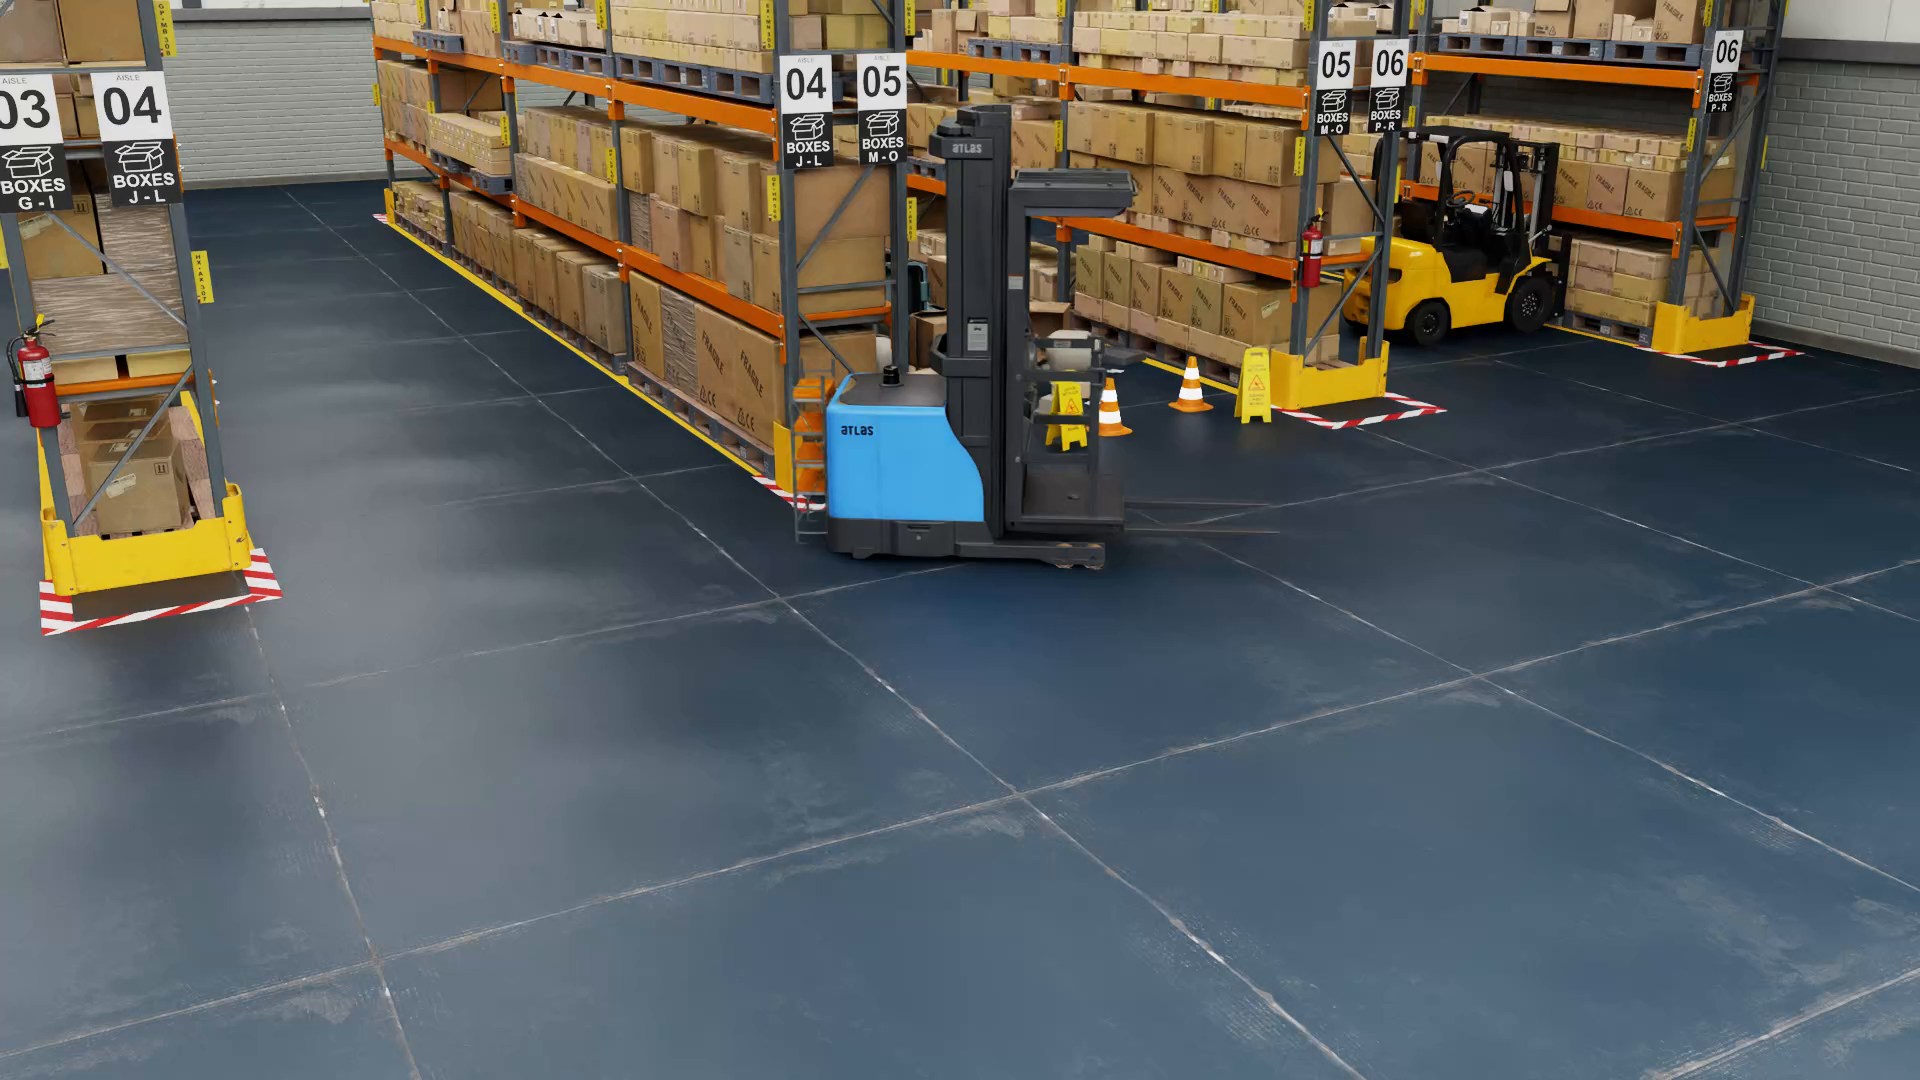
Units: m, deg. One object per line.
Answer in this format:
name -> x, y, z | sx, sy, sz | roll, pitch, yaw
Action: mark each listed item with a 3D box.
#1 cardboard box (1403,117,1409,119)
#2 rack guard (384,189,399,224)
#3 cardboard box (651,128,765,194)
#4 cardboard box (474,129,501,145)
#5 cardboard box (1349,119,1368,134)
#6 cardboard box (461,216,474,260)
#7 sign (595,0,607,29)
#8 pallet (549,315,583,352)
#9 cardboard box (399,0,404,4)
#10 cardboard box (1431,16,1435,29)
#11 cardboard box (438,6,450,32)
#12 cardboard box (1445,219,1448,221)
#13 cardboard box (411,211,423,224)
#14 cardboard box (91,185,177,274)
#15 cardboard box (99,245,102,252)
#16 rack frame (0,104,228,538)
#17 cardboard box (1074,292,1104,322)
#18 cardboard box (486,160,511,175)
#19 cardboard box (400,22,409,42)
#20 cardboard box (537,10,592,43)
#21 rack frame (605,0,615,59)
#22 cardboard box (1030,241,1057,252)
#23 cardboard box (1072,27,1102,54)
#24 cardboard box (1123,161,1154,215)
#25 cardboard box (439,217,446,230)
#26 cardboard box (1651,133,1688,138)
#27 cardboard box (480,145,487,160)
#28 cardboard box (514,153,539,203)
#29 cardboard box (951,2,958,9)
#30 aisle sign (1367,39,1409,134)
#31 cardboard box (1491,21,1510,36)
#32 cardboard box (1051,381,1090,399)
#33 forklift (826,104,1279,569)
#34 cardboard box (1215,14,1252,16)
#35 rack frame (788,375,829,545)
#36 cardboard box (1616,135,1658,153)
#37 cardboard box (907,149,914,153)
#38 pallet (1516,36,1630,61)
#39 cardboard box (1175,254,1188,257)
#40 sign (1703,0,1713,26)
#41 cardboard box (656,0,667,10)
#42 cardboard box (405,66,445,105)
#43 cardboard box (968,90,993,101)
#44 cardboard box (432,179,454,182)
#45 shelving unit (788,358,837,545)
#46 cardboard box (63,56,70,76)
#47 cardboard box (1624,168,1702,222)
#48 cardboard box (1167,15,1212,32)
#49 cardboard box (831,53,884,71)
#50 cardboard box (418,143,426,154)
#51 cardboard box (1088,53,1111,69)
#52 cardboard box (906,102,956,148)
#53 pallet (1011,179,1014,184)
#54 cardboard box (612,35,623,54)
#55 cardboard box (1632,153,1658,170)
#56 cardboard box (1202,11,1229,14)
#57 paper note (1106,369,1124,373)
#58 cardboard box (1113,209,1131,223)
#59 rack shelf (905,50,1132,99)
cardboard box -> 5.591, -5.339, 21.359 | 0.380, 0.149, 0.250 | -10, 22, -27
rack guard -> -8.430, -5.300, 26.224 | 1.175, 0.500, 0.348 | -10, 21, -27
cardboard box -> -2.259, -3.389, 14.968 | 0.875, 0.550, 0.550 | -10, 21, -27
cardboard box -> -5.545, -4.785, 19.730 | 0.380, 0.149, 0.250 | -9, 21, -25
cardboard box -> 5.100, -5.247, 21.090 | 0.380, 0.149, 0.250 | -11, 22, -28
cardboard box -> -6.196, -3.967, 21.718 | 0.500, 0.500, 0.500 | -9, 21, -24
sign -> -3.240, -4.783, 15.020 | 0.100, 0.325, 0.005 | -10, 21, -27
pallet -> -3.783, -2.301, 17.976 | 1.003, 0.211, 1.213 | -10, 21, -27
cardboard box -> -7.592, -7.542, 23.143 | 0.380, 0.149, 0.250 | -10, 21, -27
cardboard box -> 5.677, -6.443, 20.695 | 0.380, 0.149, 0.250 | -10, 21, -27
cardboard box -> -6.333, -6.644, 21.183 | 0.500, 0.311, 0.500 | -10, 22, -27
cardboard box -> 6.095, -3.660, 19.678 | 0.500, 0.250, 0.500 | -10, 21, -27
cardboard box -> -7.907, -4.788, 24.635 | 0.380, 0.149, 0.250 | -11, 22, -29
cardboard box -> -5.302, -2.032, 10.779 | 0.500, 0.500, 0.500 | -10, 21, -27
cardboard box -> -6.060, -1.796, 11.629 | 0.875, 0.500, 0.500 | -10, 21, -27
rack frame -> -5.281, -1.171, 10.427 | 1.000, 3.000, 0.127 | -10, 21, -27
cardboard box -> 1.584, -2.542, 17.971 | 0.500, 0.250, 0.500 | -11, 22, -29
cardboard box -> -5.305, -4.357, 19.401 | 0.380, 0.149, 0.250 | -10, 21, -26
cardboard box -> -7.505, -7.092, 23.217 | 0.500, 0.250, 0.500 | -10, 22, -27
cardboard box -> -4.035, -5.295, 17.120 | 0.500, 0.311, 0.500 | -10, 22, -28
rack frame -> -2.767, -5.895, 14.918 | 1.000, 3.000, 0.127 | -10, 21, -27
cardboard box -> 0.614, -3.366, 20.172 | 0.950, 0.372, 0.625 | -9, 21, -25
cardboard box -> 1.509, -5.173, 17.201 | 0.500, 0.250, 0.500 | -10, 22, -28
cardboard box -> 1.991, -3.586, 16.816 | 0.500, 0.500, 0.500 | -10, 21, -27
cardboard box -> -6.996, -4.388, 23.020 | 0.380, 0.149, 0.250 | -10, 21, -26
cardboard box -> 7.603, -4.254, 17.757 | 0.380, 0.149, 0.250 | -10, 21, -26
cardboard box -> -5.430, -4.575, 19.576 | 0.380, 0.149, 0.250 | -9, 21, -25
cardboard box -> -4.691, -4.083, 18.714 | 0.500, 0.500, 0.500 | -10, 21, -26
cardboard box -> 0.180, -9.387, 29.412 | 0.500, 0.250, 0.500 | -10, 22, -27
aisle sign -> 3.743, -3.965, 14.539 | 0.394, 0.787, 0.004 | -10, 21, -27
cardboard box -> 6.218, -5.773, 18.752 | 0.380, 0.149, 0.250 | -9, 21, -25
cardboard box -> 1.041, -1.422, 15.523 | 0.380, 0.149, 0.250 | 1, 19, 2
forklift -> 0.645, -1.370, 11.109 | 3.031, 2.935, 1.130 | 1, 19, 4
cardboard box -> 2.704, -5.043, 16.212 | 0.380, 0.149, 0.250 | -10, 21, -26
rack frame -> -1.027, -0.540, 11.354 | 0.240, 1.200, 0.015 | 1, 19, 4
cardboard box -> 7.159, -4.178, 17.536 | 0.380, 0.149, 0.250 | -9, 21, -25
cardboard box -> -0.827, -5.037, 21.859 | 0.500, 0.250, 0.500 | -11, 22, -29
pallet -> 6.911, -5.410, 18.248 | 1.003, 0.211, 1.213 | -10, 21, -27
cardboard box -> 2.545, -2.687, 17.242 | 0.500, 0.500, 0.500 | -9, 21, -24
sign -> 7.323, -5.195, 16.254 | 0.100, 0.325, 0.005 | -10, 21, -27
cardboard box -> -2.288, -4.458, 13.720 | 0.380, 0.149, 0.250 | -10, 21, -27
cardboard box -> -7.508, -6.405, 23.454 | 0.500, 0.500, 0.500 | -9, 21, -25
cardboard box -> 0.427, -7.822, 29.475 | 0.500, 0.250, 0.500 | -10, 21, -26
cardboard box -> -7.991, -5.523, 25.853 | 0.380, 0.149, 0.250 | -10, 21, -26
shelving unit -> -1.009, -0.620, 11.584 | 0.258, 1.200, 0.503 | 1, 19, 4
cardboard box -> -6.091, -3.338, 11.726 | 0.380, 0.149, 0.250 | -11, 22, -29
cardboard box -> 7.342, -3.624, 17.382 | 0.500, 0.500, 0.500 | -11, 22, -28
cardboard box -> 2.214, -4.956, 15.960 | 0.380, 0.149, 0.250 | -10, 21, -26
cardboard box -> -0.748, -3.603, 12.465 | 0.380, 0.149, 0.250 | -10, 21, -26
cardboard box -> -7.456, -5.576, 23.578 | 0.380, 0.149, 0.250 | -11, 22, -29
cardboard box -> 1.546, -4.942, 17.141 | 0.380, 0.149, 0.250 | -10, 21, -27
cardboard box -> -0.348, -5.224, 20.919 | 0.500, 0.500, 0.500 | -11, 22, -28
pallet -> 1.306, -4.006, 18.935 | 1.003, 0.211, 1.213 | -10, 21, -27
cardboard box -> -2.894, -4.446, 14.908 | 0.380, 0.149, 0.250 | -10, 22, -28
cardboard box -> 7.248, -3.955, 17.346 | 0.380, 0.149, 0.250 | -10, 21, -26
cardboard box -> 3.628, -7.373, 23.419 | 0.380, 0.149, 0.250 | -9, 21, -26
paper note -> 1.535, -1.675, 16.440 | 0.148, 0.019, 0.142 | 16, 25, 39
cardboard box -> 1.814, -3.383, 17.222 | 0.380, 0.149, 0.250 | -9, 21, -25
rack shelf -> 0.591, -5.506, 19.495 | 1.077, 0.370, 4.000 | -10, 21, -27
